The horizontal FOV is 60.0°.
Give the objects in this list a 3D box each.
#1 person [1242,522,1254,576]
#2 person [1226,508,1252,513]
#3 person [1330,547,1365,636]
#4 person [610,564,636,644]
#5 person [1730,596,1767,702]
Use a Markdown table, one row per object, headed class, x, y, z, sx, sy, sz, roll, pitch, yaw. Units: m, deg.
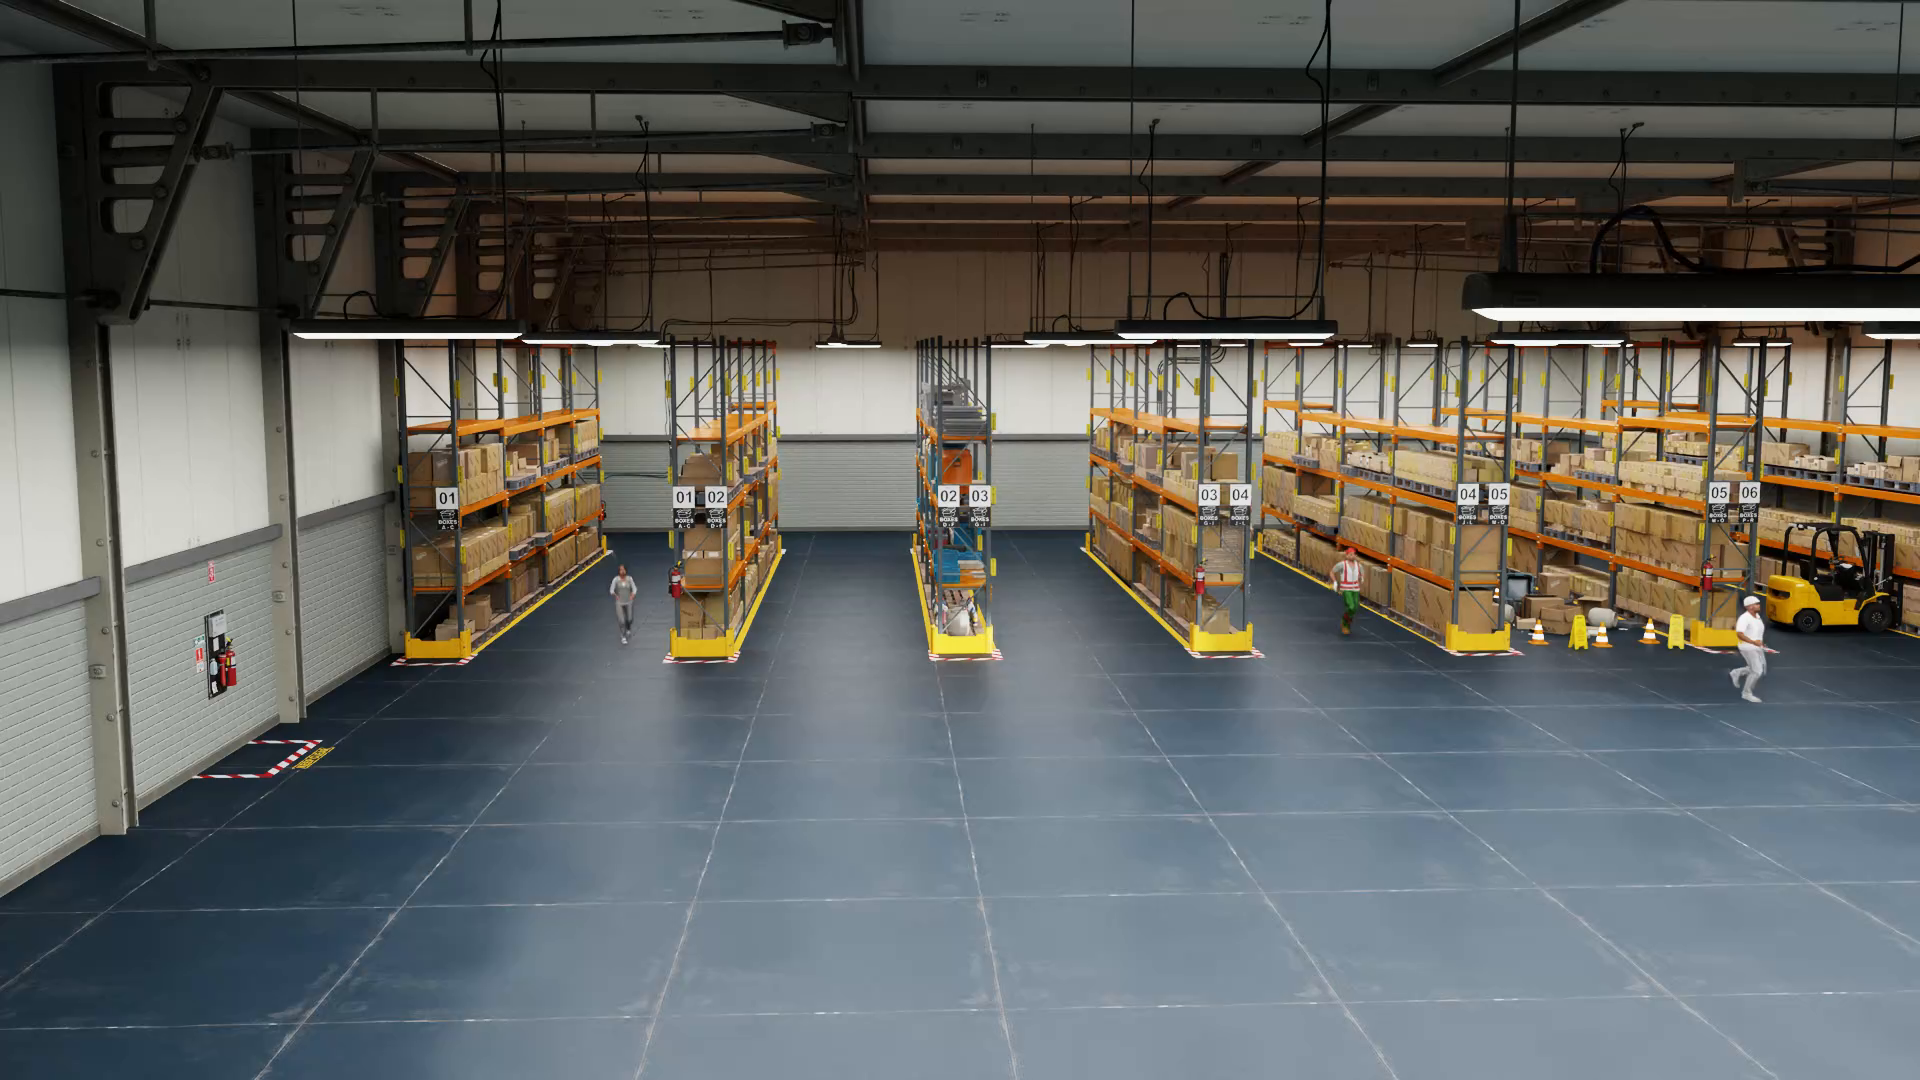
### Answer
| class | x | y | z | sx | sy | sz | roll | pitch | yaw |
| --- | --- | --- | --- | --- | --- | --- | --- | --- | --- |
| person | 7.234 | 0.080 | 42.594 | 0.614 | 1.638 | 0.568 | -1 | 7 | -9 |
| person | 8.087 | -0.640 | 48.504 | 0.650 | 1.719 | 0.734 | -4 | 8 | -33 |
| person | 7.861 | 1.035 | 33.465 | 0.650 | 1.769 | 0.691 | -2 | 7 | -16 |
| person | -6.575 | 1.258 | 32.532 | 0.529 | 1.554 | 0.541 | -2 | 7 | -17 |
| person | 12.967 | 1.776 | 27.336 | 0.613 | 1.727 | 0.736 | 6 | 9 | 44 |
